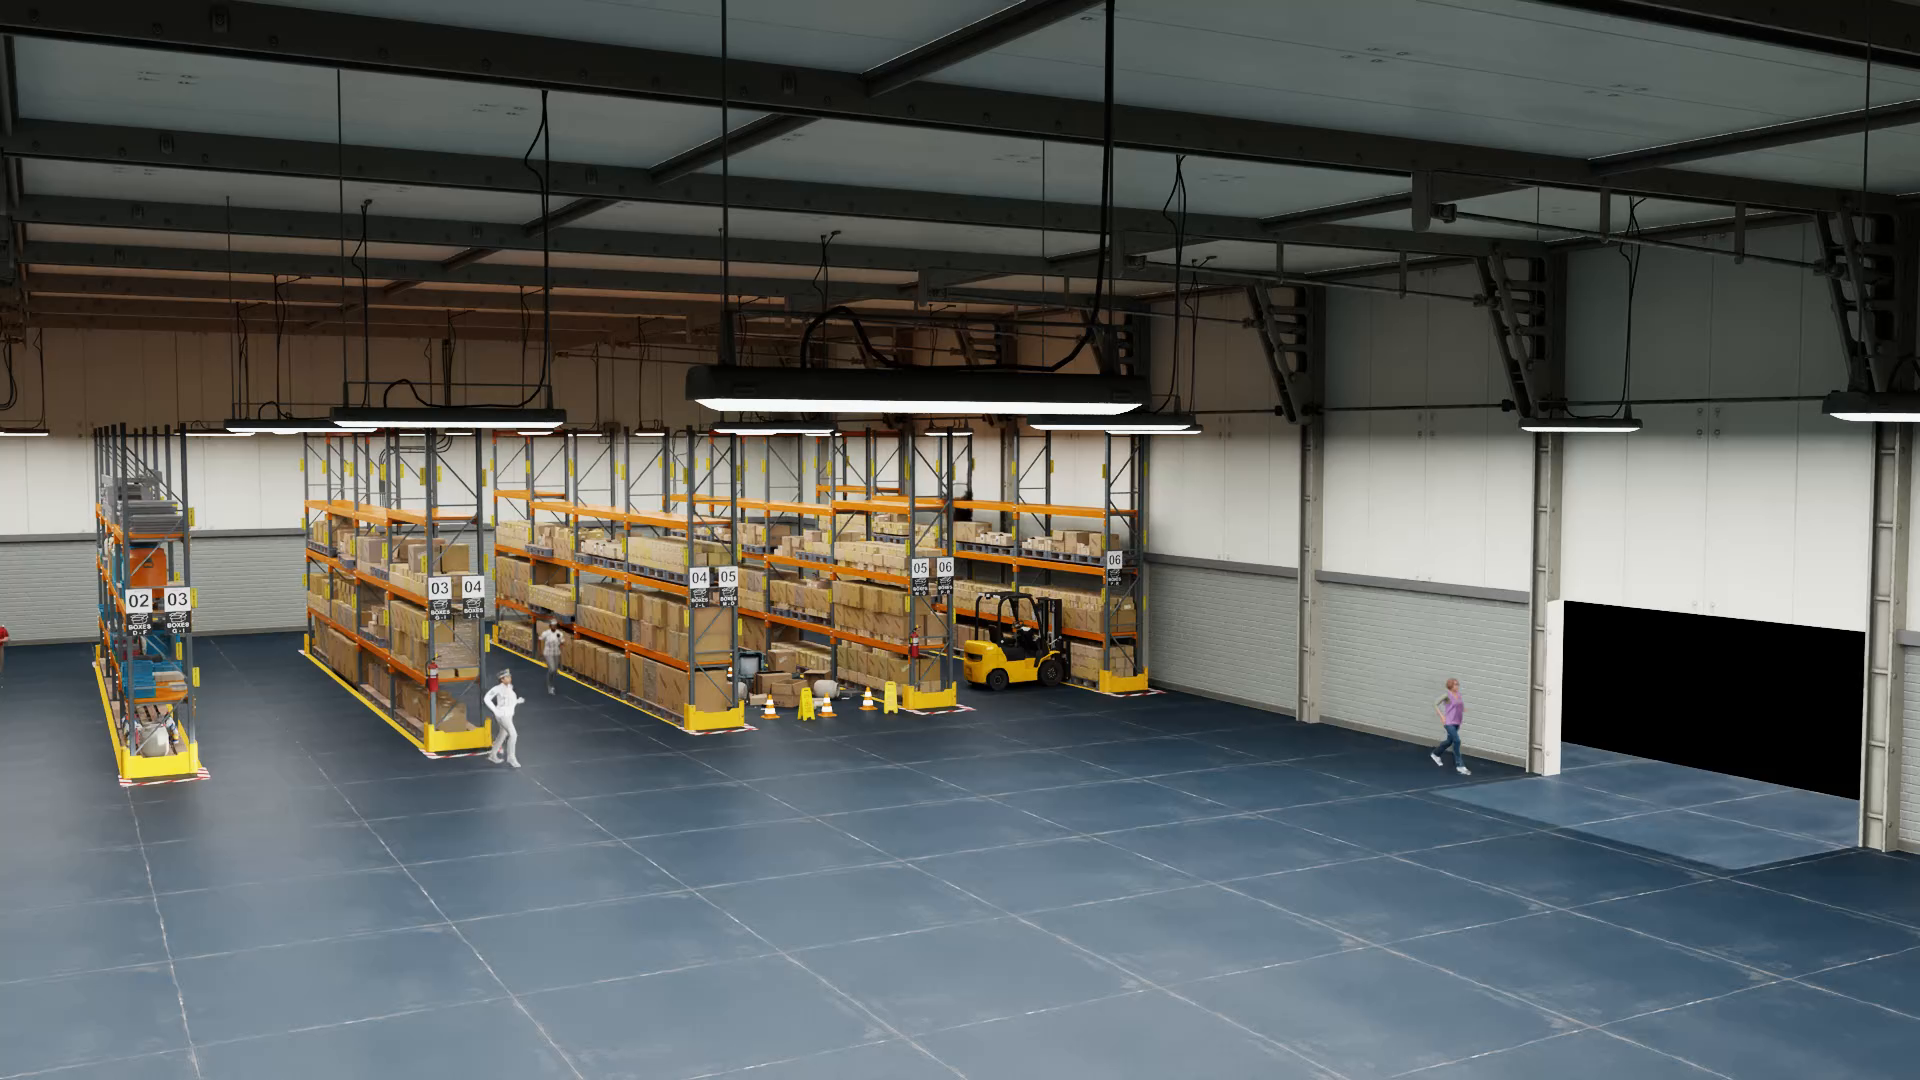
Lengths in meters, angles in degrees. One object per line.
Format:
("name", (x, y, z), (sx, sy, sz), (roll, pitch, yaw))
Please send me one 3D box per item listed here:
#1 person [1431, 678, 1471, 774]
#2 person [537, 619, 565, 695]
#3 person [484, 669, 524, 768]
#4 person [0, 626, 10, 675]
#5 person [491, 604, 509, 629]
("person", (8.441, 3.168, 28.568), (0.539, 1.597, 0.872), (-3, 4, -38))
("person", (-9.161, 2.622, 37.403), (0.536, 1.726, 0.784), (-2, 4, -34))
("person", (-7.968, 3.109, 29.023), (0.720, 1.731, 0.478), (1, 4, 15))
("person", (-21.800, 2.597, 37.505), (0.636, 1.801, 0.798), (-3, 5, -42))
("person", (-13.241, 2.023, 48.105), (0.610, 1.558, 0.599), (-2, 4, -35))
